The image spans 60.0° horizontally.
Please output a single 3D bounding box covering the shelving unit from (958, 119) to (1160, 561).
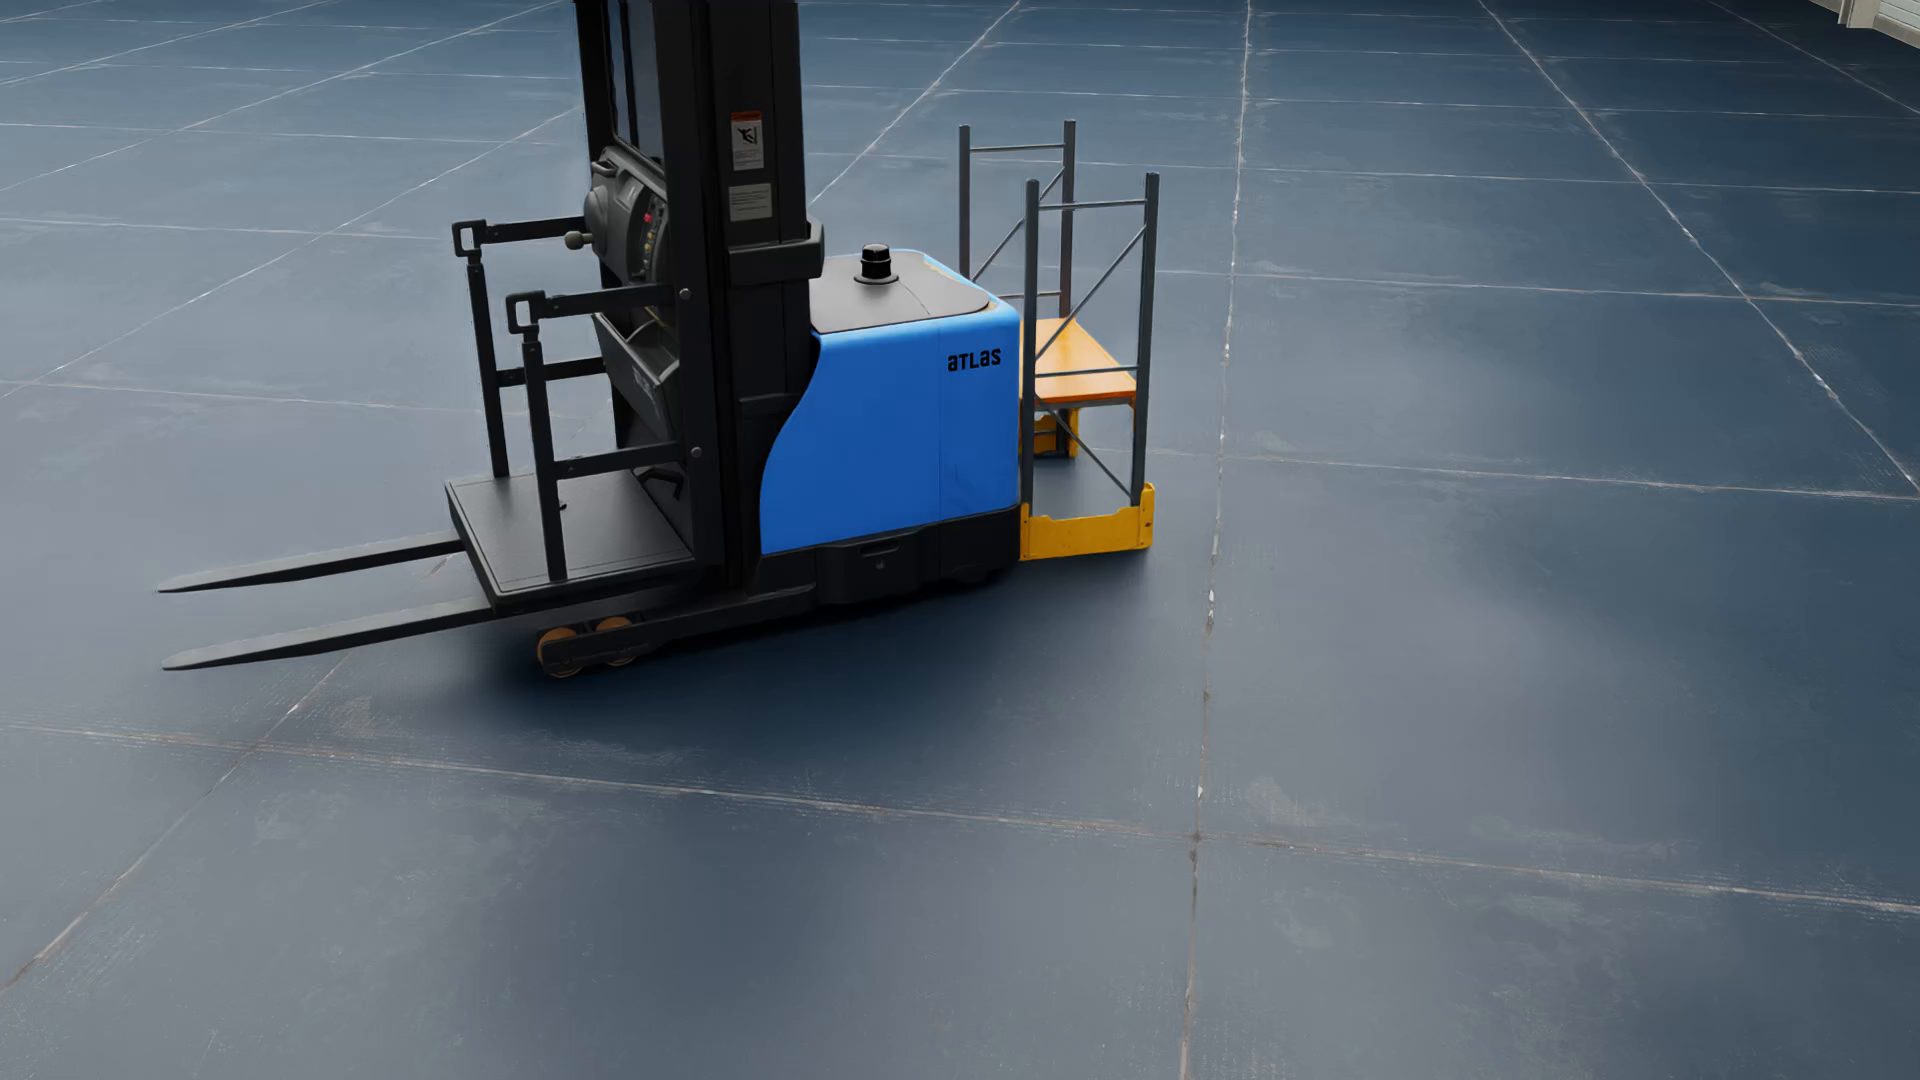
[{"bbox_3d":[0.363,-0.844,6.785,0.587,1.500,1.083,-6,26,-13],"label":"shelving unit"}]

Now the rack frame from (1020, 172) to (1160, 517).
[{"bbox_3d":[0.483,-0.639,6.346,0.500,1.500,0.032,-6,26,-13],"label":"rack frame"}]

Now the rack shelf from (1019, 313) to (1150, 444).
[{"bbox_3d":[0.361,-0.685,6.869,0.538,0.185,1.000,-6,26,-13],"label":"rack shelf"}]

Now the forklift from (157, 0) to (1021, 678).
[{"bbox_3d":[-1.327,-1.109,5.661,3.031,2.935,1.130,-11,27,-22],"label":"forklift"}]

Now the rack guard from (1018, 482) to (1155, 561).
[{"bbox_3d":[0.482,-0.073,6.612,0.587,0.250,0.087,-6,26,-13],"label":"rack guard"}]

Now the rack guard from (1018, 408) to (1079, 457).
[{"bbox_3d":[0.244,-0.483,7.488,0.587,0.250,0.087,-6,26,-13],"label":"rack guard"}]

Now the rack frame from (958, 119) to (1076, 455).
[{"bbox_3d":[0.239,-1.057,7.240,0.500,1.500,0.032,-6,26,-13],"label":"rack frame"}]

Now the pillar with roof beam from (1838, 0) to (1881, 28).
[{"bbox_3d":[6.478,-10.528,18.628,9.100,9.000,0.400,4,25,9],"label":"pillar with roof beam"}]
